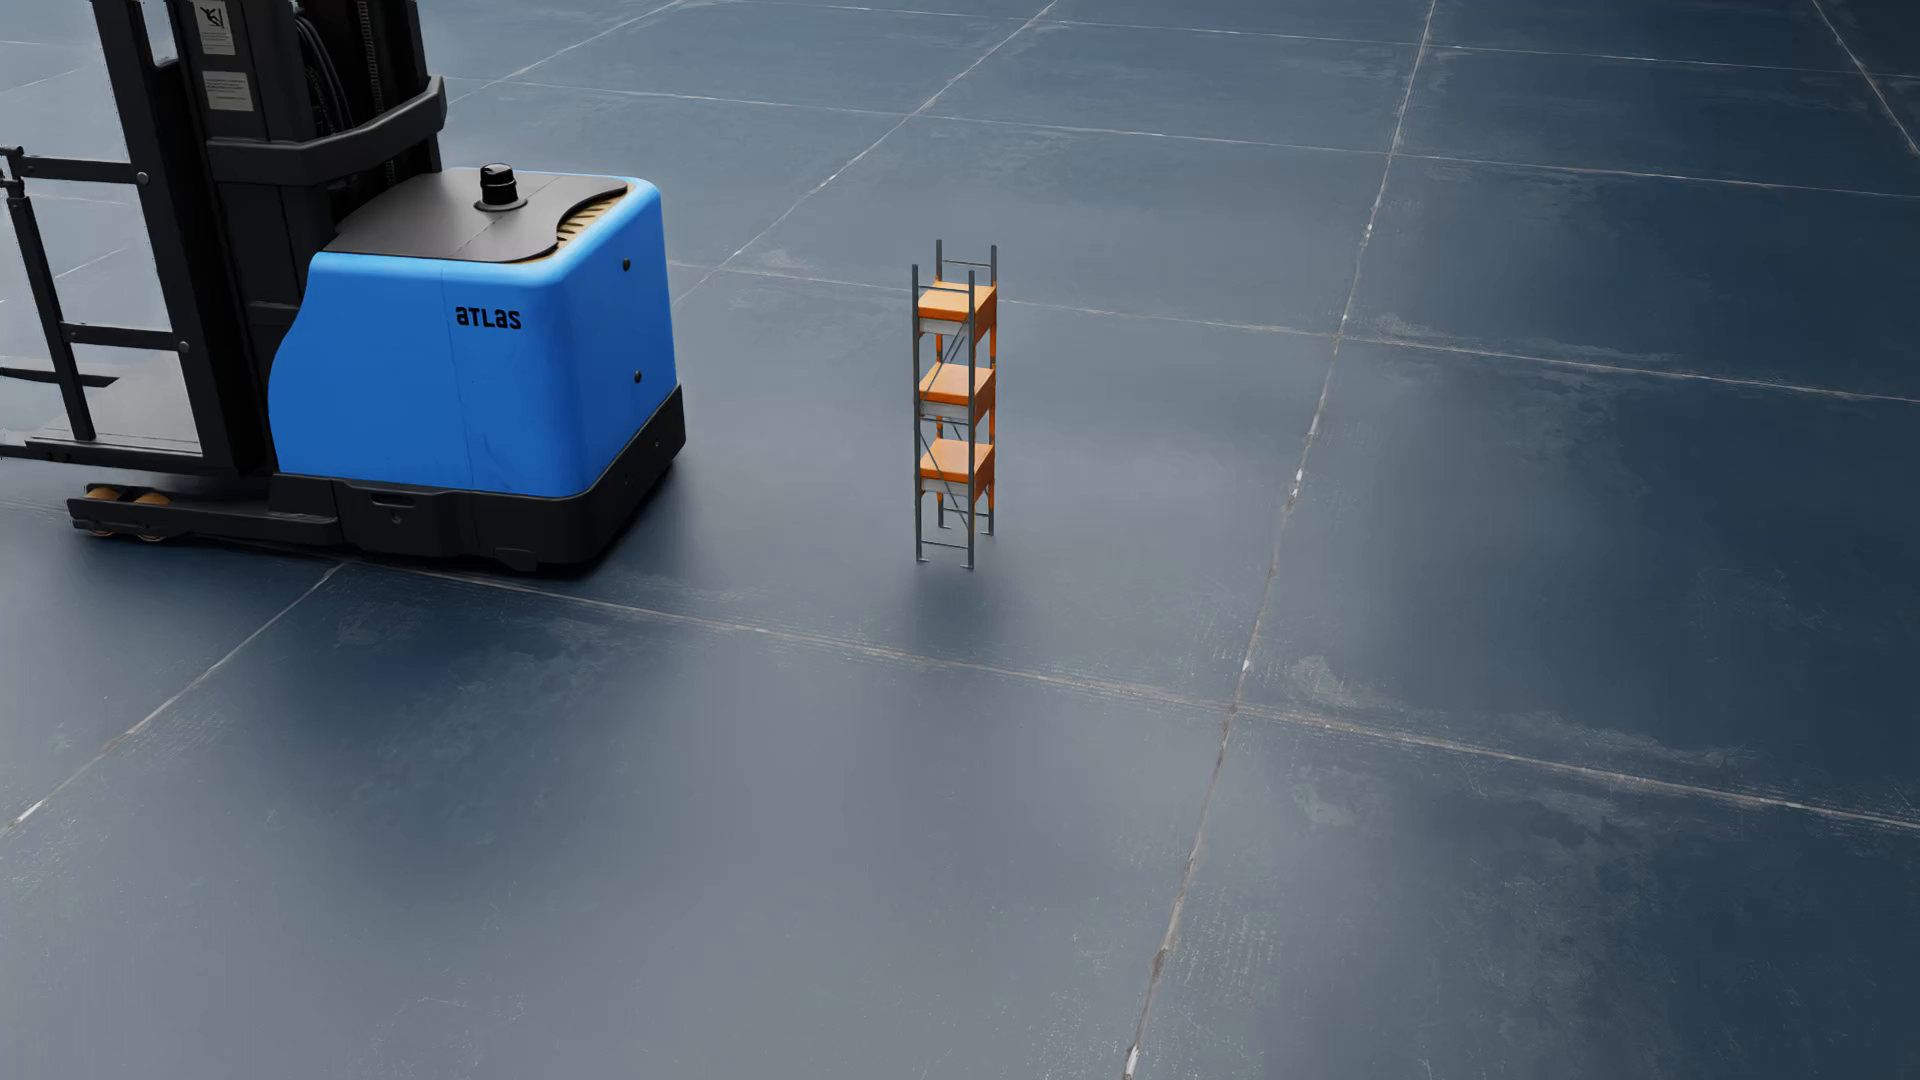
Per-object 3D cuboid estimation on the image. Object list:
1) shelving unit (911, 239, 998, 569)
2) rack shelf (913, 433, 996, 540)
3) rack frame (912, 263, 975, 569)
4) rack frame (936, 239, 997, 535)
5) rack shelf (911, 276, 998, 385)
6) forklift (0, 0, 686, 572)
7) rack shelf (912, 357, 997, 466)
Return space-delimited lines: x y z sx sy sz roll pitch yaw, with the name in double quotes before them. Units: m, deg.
"shelving unit" -0.016 -0.434 5.450 0.215 1.050 0.252 8 30 15
"rack shelf" -0.016 -0.182 5.590 0.215 0.259 0.240 8 30 15
"rack frame" -0.052 -0.377 5.348 0.200 1.050 0.008 8 30 15
"rack frame" 0.020 -0.491 5.552 0.200 1.050 0.008 8 30 15
"rack shelf" -0.016 -0.673 5.317 0.215 0.259 0.240 8 30 15
"forklift" -2.601 -1.519 5.466 3.031 2.935 1.130 5 30 10
"rack shelf" -0.016 -0.425 5.455 0.215 0.259 0.240 8 30 15
